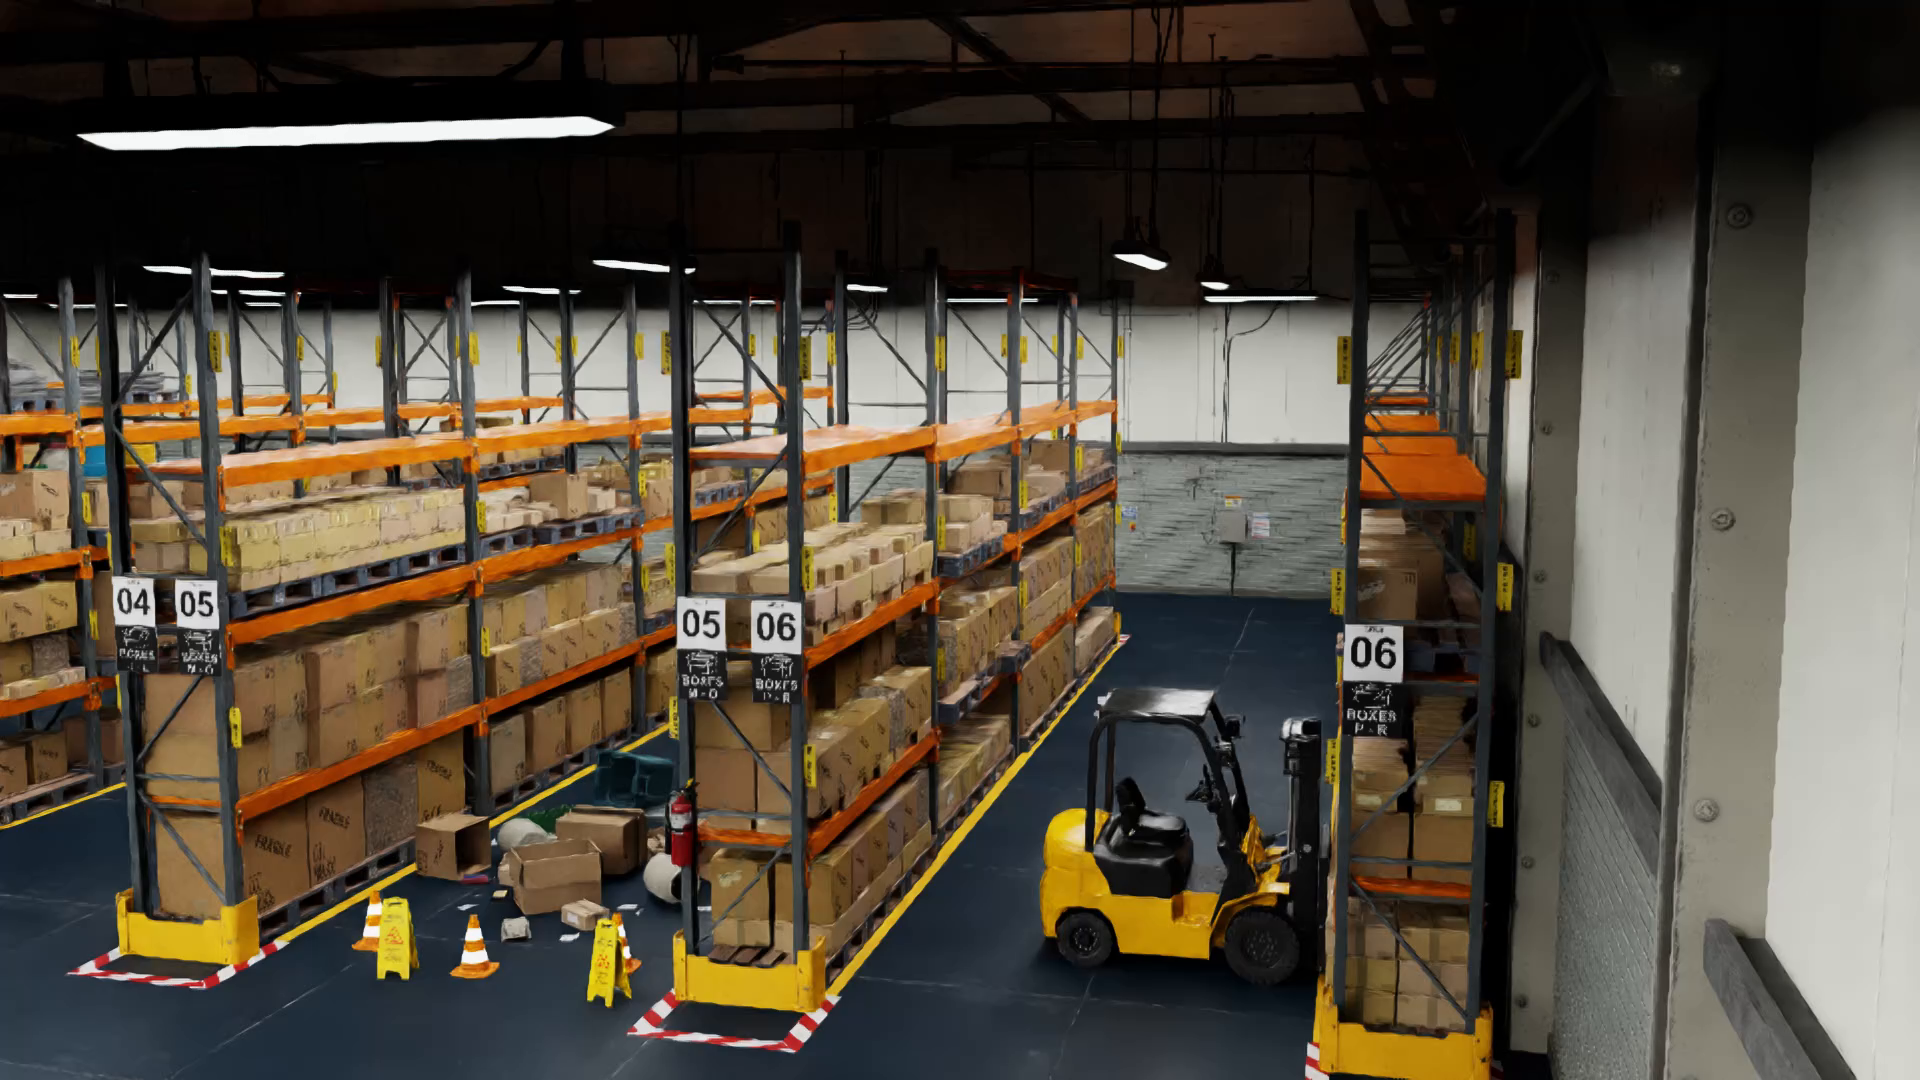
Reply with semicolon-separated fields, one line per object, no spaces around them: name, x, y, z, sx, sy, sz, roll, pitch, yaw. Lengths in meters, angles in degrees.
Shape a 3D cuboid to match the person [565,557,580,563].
person;-6.003;1.119;25.905;0.513;1.767;0.590;-1;7;-12
